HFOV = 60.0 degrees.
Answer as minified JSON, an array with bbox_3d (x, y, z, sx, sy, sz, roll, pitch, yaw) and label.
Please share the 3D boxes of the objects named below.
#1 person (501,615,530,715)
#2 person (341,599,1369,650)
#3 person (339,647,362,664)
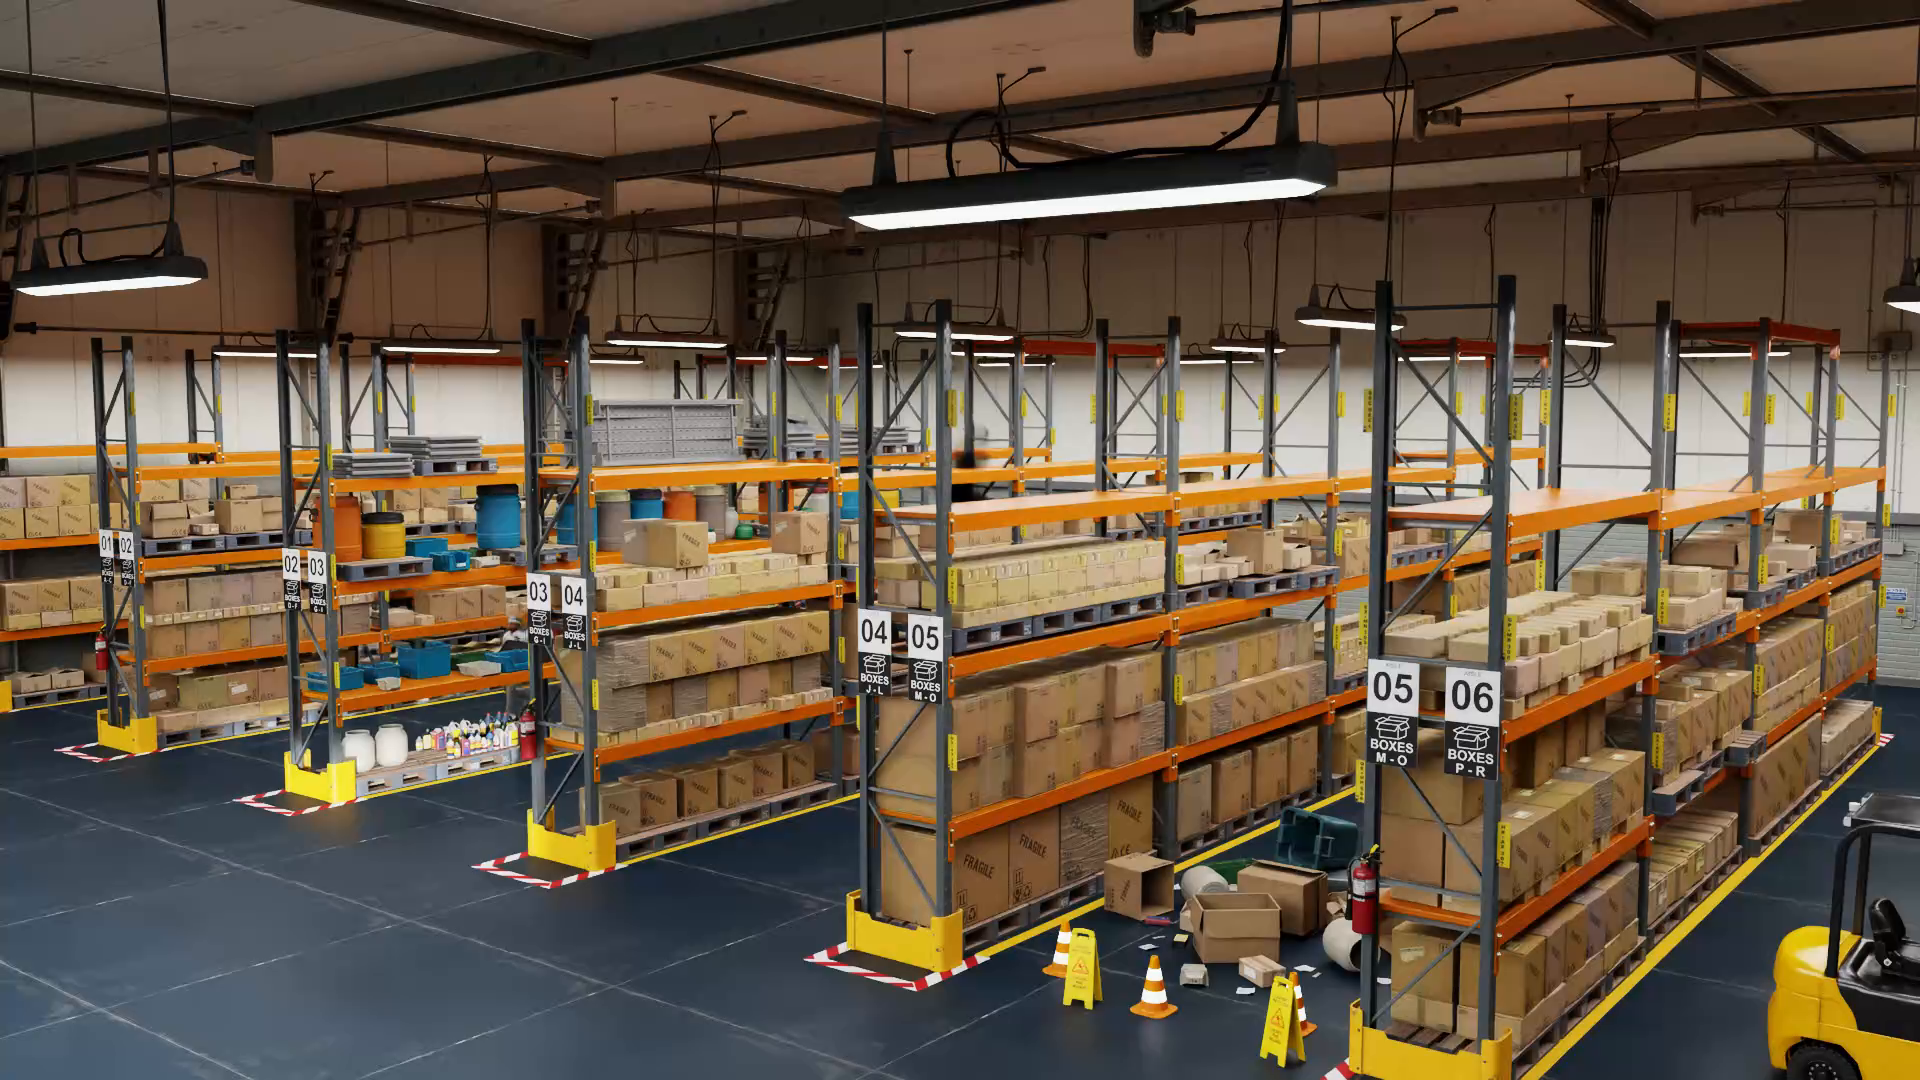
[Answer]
[{"bbox_3d":[-7.082,2.024,26.507,0.579,1.692,0.851,2,6,27],"label":"person"},{"bbox_3d":[-1.805,1.773,28.546,14.661,1.798,11.761,4,7,41],"label":"person"},{"bbox_3d":[-10.708,1.731,28.948,0.665,1.784,1.042,4,6,35],"label":"person"}]
